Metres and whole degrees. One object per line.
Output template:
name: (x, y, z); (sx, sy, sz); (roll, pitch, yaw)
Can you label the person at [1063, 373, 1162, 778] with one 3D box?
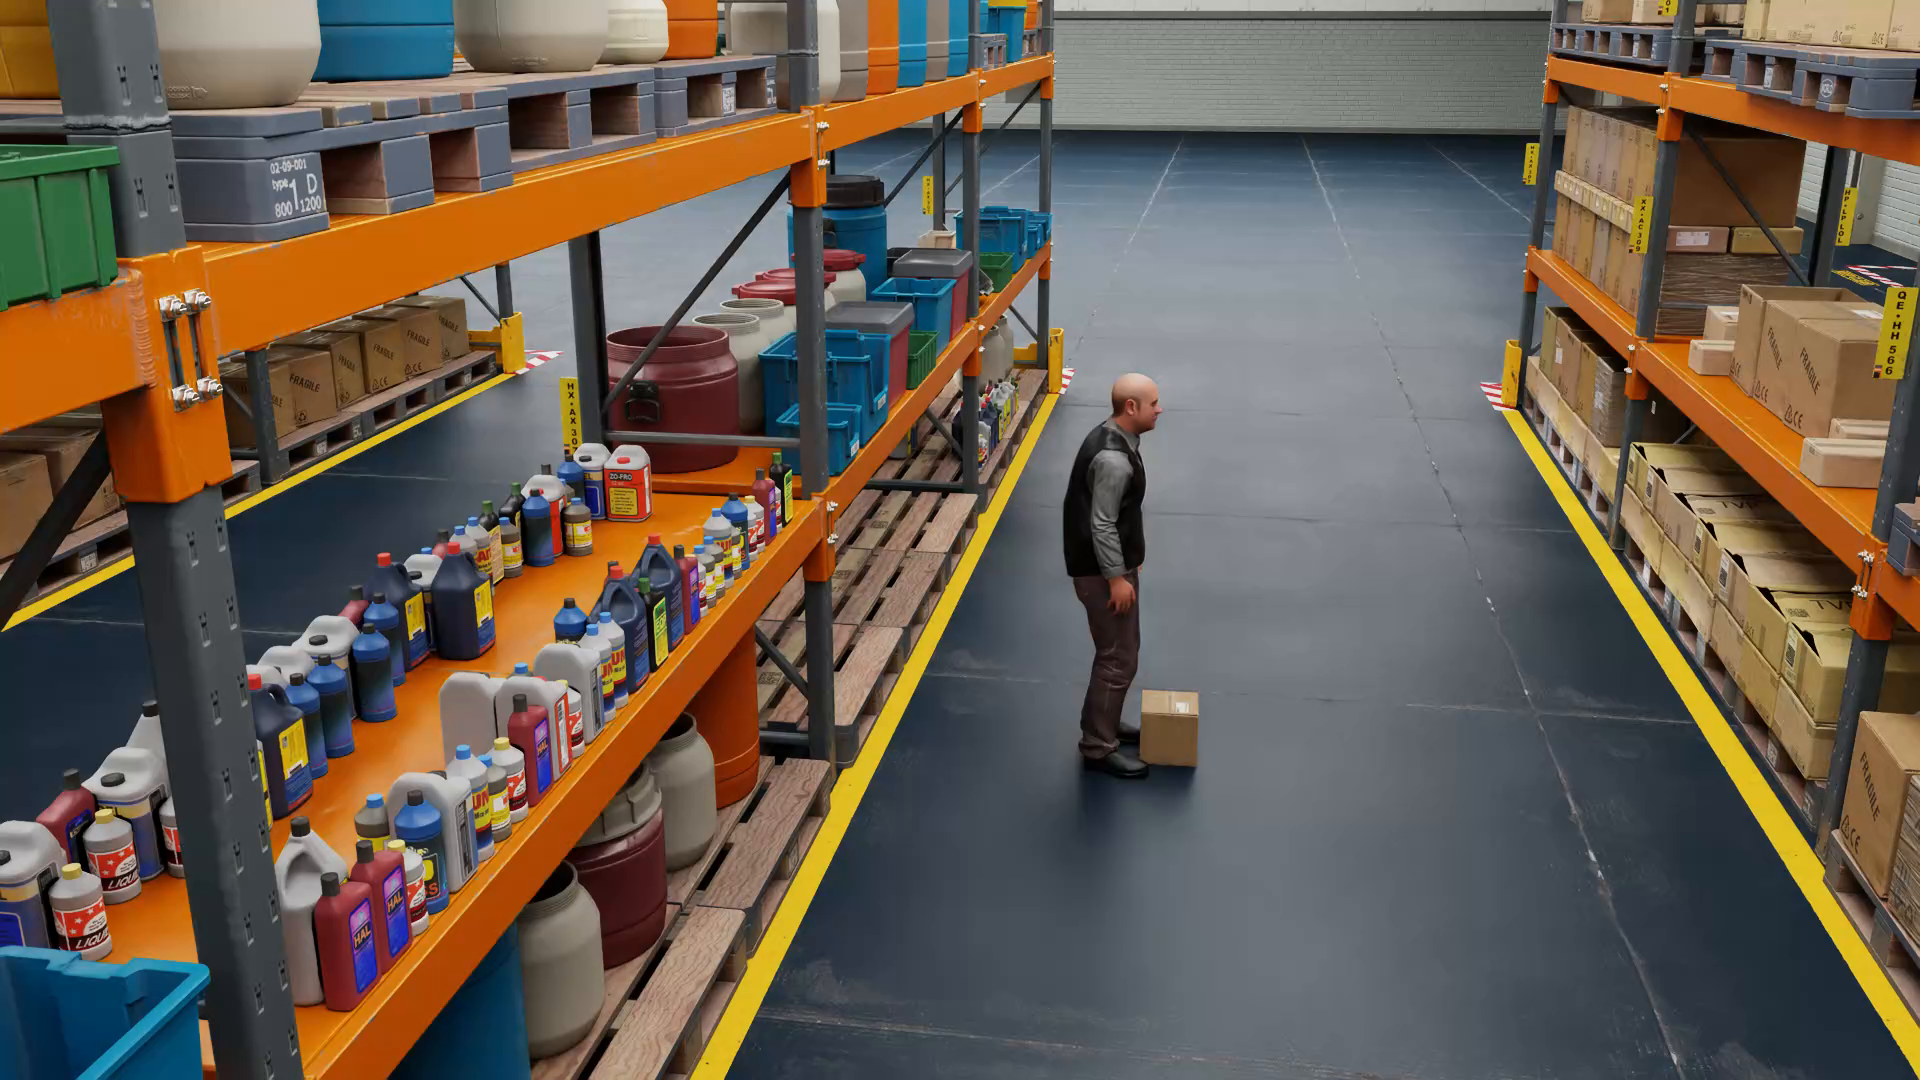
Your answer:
person: (0.651, 0.126, 7.196); (0.419, 1.721, 0.581); (3, 18, 9)
